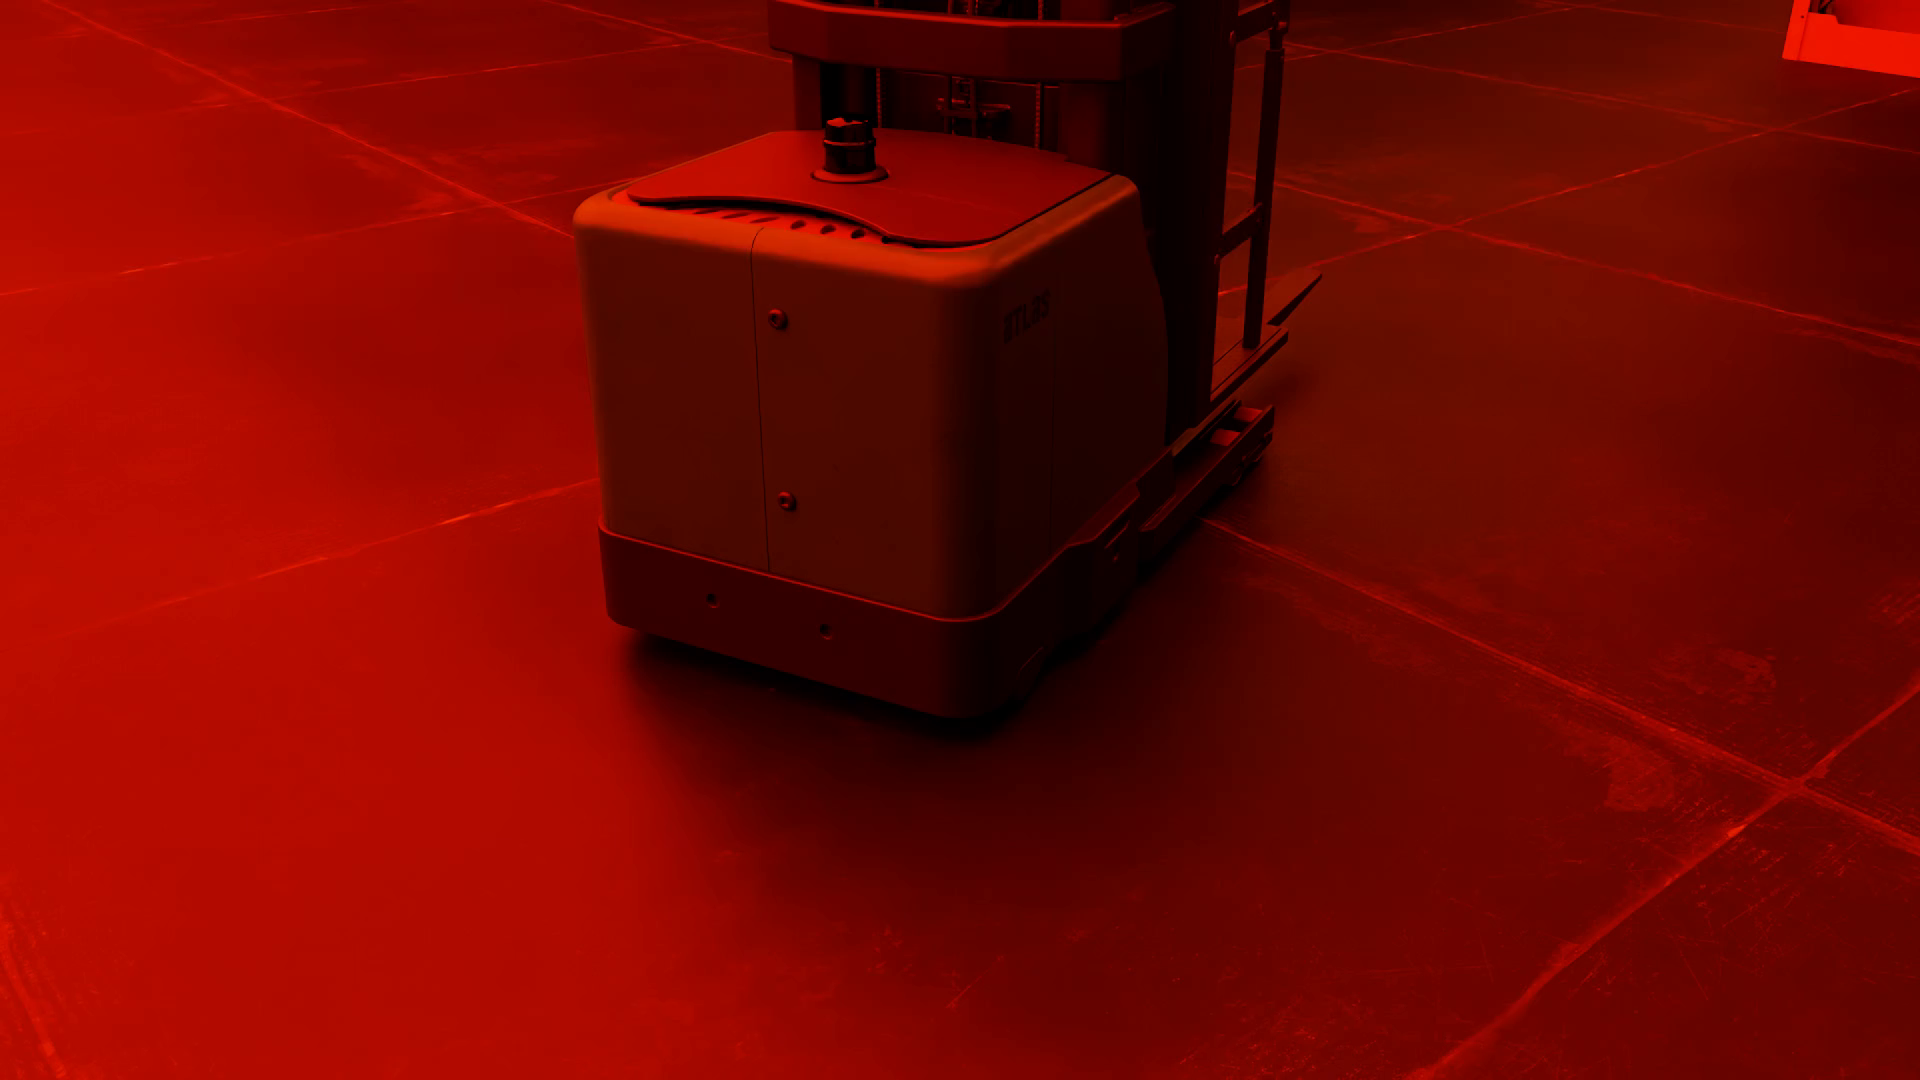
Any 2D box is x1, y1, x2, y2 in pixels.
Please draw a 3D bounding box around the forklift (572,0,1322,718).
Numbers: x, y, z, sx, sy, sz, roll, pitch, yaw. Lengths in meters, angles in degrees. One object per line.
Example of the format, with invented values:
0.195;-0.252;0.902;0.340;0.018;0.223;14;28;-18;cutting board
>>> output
0.285;-1.552;4.331;1.130;2.935;3.031;13;29;25;forklift
